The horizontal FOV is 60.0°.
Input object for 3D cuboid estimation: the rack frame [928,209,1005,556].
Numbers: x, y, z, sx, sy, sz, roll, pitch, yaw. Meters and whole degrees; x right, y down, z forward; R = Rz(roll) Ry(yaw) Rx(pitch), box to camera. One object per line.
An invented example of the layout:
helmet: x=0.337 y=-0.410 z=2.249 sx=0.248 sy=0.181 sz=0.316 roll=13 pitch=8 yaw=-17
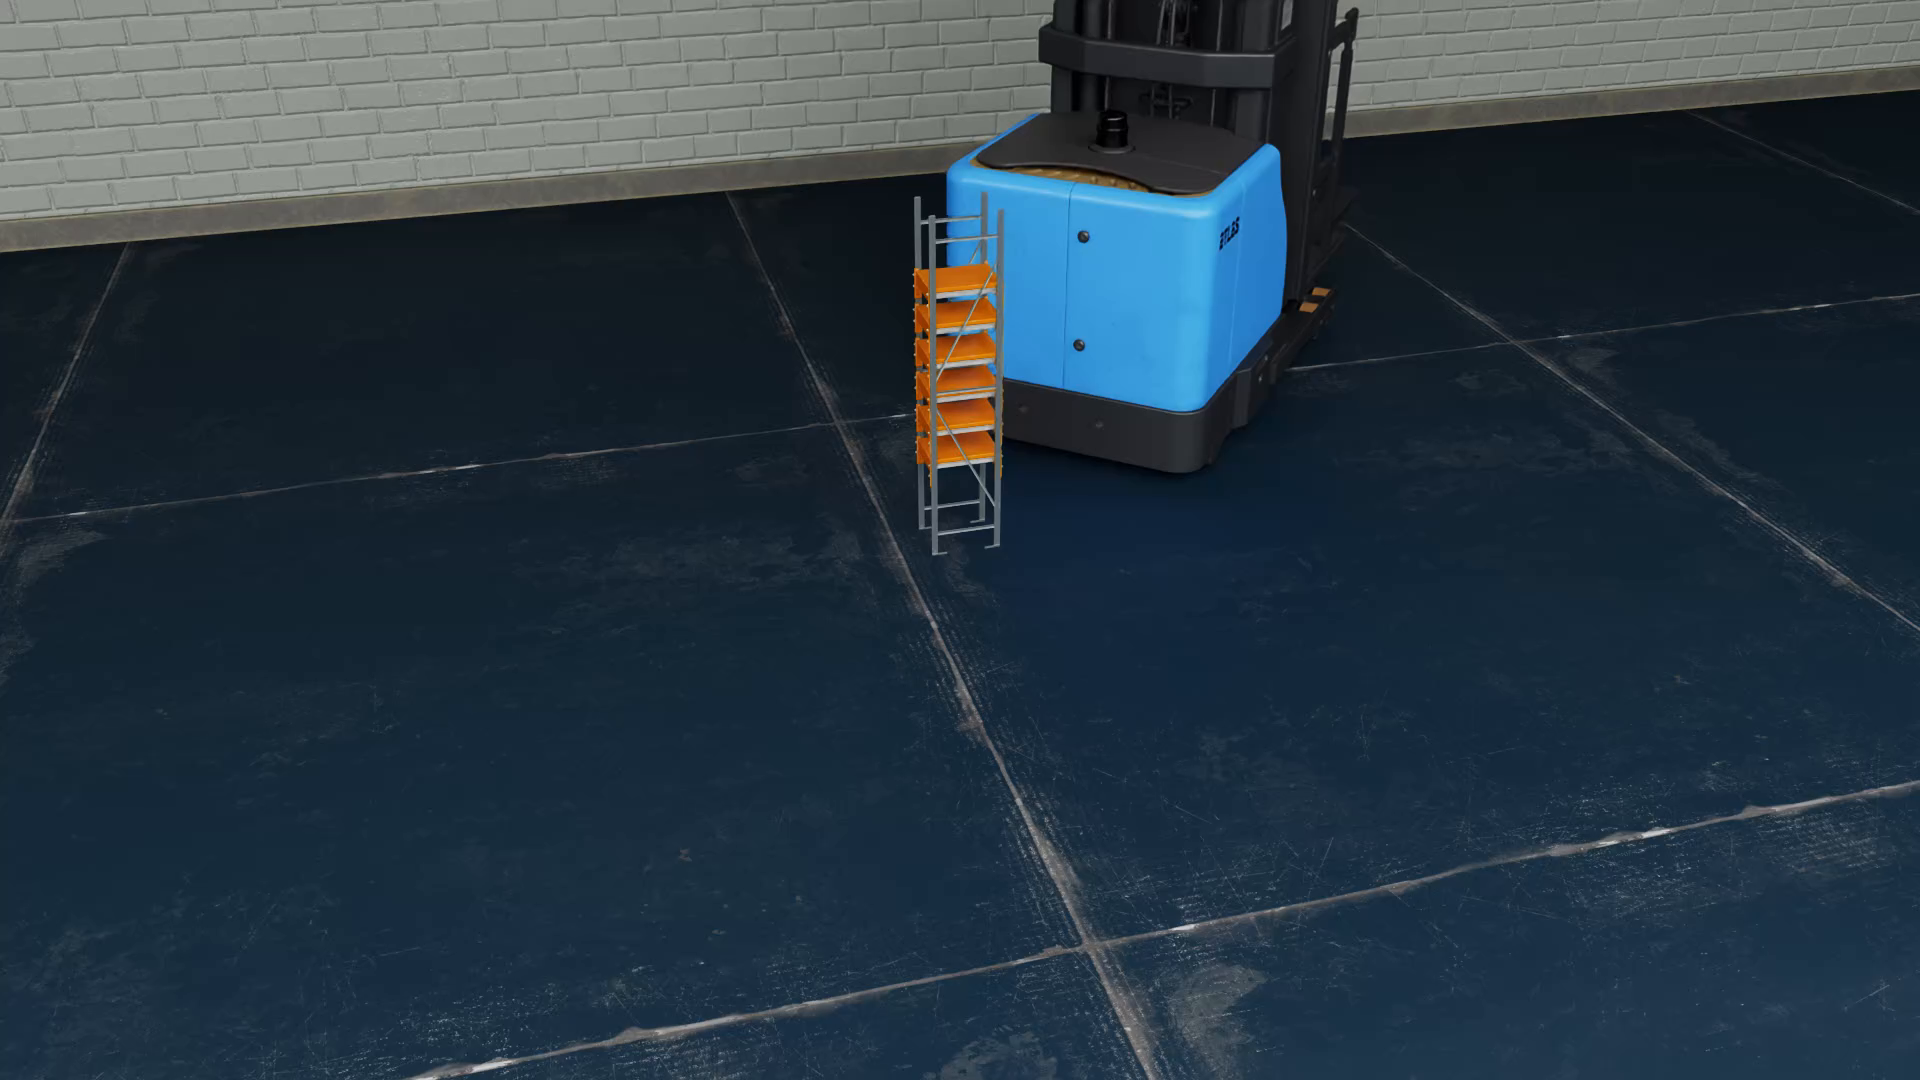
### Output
rack frame: x=0.020 y=-0.482 z=5.385 sx=0.240 sy=1.200 sz=0.006 roll=-8 pitch=31 yaw=-13

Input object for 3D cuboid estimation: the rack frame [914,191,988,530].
rack frame: x=-0.028 y=-0.570 z=5.538 sx=0.240 sy=1.200 sz=0.006 roll=-8 pitch=31 yaw=-13

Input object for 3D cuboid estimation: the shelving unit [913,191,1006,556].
shelving unit: x=-0.004 y=-0.526 z=5.462 sx=0.258 sy=1.200 sz=0.189 roll=-8 pitch=31 yaw=-13

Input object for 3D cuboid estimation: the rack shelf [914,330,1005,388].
rack shelf: x=-0.004 y=-0.592 z=5.424 sx=0.258 sy=0.103 sz=0.180 roll=-8 pitch=31 yaw=-13

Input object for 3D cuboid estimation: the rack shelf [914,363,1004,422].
rack shelf: x=-0.004 y=-0.488 z=5.484 sx=0.258 sy=0.103 sz=0.180 roll=-8 pitch=31 yaw=-13

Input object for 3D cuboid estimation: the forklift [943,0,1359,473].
forklift: x=1.032 y=-2.226 z=6.671 sx=1.130 sy=2.935 sz=3.031 roll=14 pitch=33 yaw=22

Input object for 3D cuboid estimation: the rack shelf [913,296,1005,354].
rack shelf: x=-0.004 y=-0.696 z=5.364 sx=0.258 sy=0.103 sz=0.180 roll=-8 pitch=31 yaw=-13

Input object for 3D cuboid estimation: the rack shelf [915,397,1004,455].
rack shelf: x=-0.004 y=-0.384 z=5.544 sx=0.258 sy=0.103 sz=0.180 roll=-8 pitch=31 yaw=-13

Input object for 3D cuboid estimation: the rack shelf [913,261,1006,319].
rack shelf: x=-0.004 y=-0.799 z=5.303 sx=0.258 sy=0.103 sz=0.180 roll=-8 pitch=31 yaw=-13

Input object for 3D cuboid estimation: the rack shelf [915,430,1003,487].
rack shelf: x=-0.004 y=-0.280 z=5.604 sx=0.258 sy=0.103 sz=0.180 roll=-8 pitch=31 yaw=-13
